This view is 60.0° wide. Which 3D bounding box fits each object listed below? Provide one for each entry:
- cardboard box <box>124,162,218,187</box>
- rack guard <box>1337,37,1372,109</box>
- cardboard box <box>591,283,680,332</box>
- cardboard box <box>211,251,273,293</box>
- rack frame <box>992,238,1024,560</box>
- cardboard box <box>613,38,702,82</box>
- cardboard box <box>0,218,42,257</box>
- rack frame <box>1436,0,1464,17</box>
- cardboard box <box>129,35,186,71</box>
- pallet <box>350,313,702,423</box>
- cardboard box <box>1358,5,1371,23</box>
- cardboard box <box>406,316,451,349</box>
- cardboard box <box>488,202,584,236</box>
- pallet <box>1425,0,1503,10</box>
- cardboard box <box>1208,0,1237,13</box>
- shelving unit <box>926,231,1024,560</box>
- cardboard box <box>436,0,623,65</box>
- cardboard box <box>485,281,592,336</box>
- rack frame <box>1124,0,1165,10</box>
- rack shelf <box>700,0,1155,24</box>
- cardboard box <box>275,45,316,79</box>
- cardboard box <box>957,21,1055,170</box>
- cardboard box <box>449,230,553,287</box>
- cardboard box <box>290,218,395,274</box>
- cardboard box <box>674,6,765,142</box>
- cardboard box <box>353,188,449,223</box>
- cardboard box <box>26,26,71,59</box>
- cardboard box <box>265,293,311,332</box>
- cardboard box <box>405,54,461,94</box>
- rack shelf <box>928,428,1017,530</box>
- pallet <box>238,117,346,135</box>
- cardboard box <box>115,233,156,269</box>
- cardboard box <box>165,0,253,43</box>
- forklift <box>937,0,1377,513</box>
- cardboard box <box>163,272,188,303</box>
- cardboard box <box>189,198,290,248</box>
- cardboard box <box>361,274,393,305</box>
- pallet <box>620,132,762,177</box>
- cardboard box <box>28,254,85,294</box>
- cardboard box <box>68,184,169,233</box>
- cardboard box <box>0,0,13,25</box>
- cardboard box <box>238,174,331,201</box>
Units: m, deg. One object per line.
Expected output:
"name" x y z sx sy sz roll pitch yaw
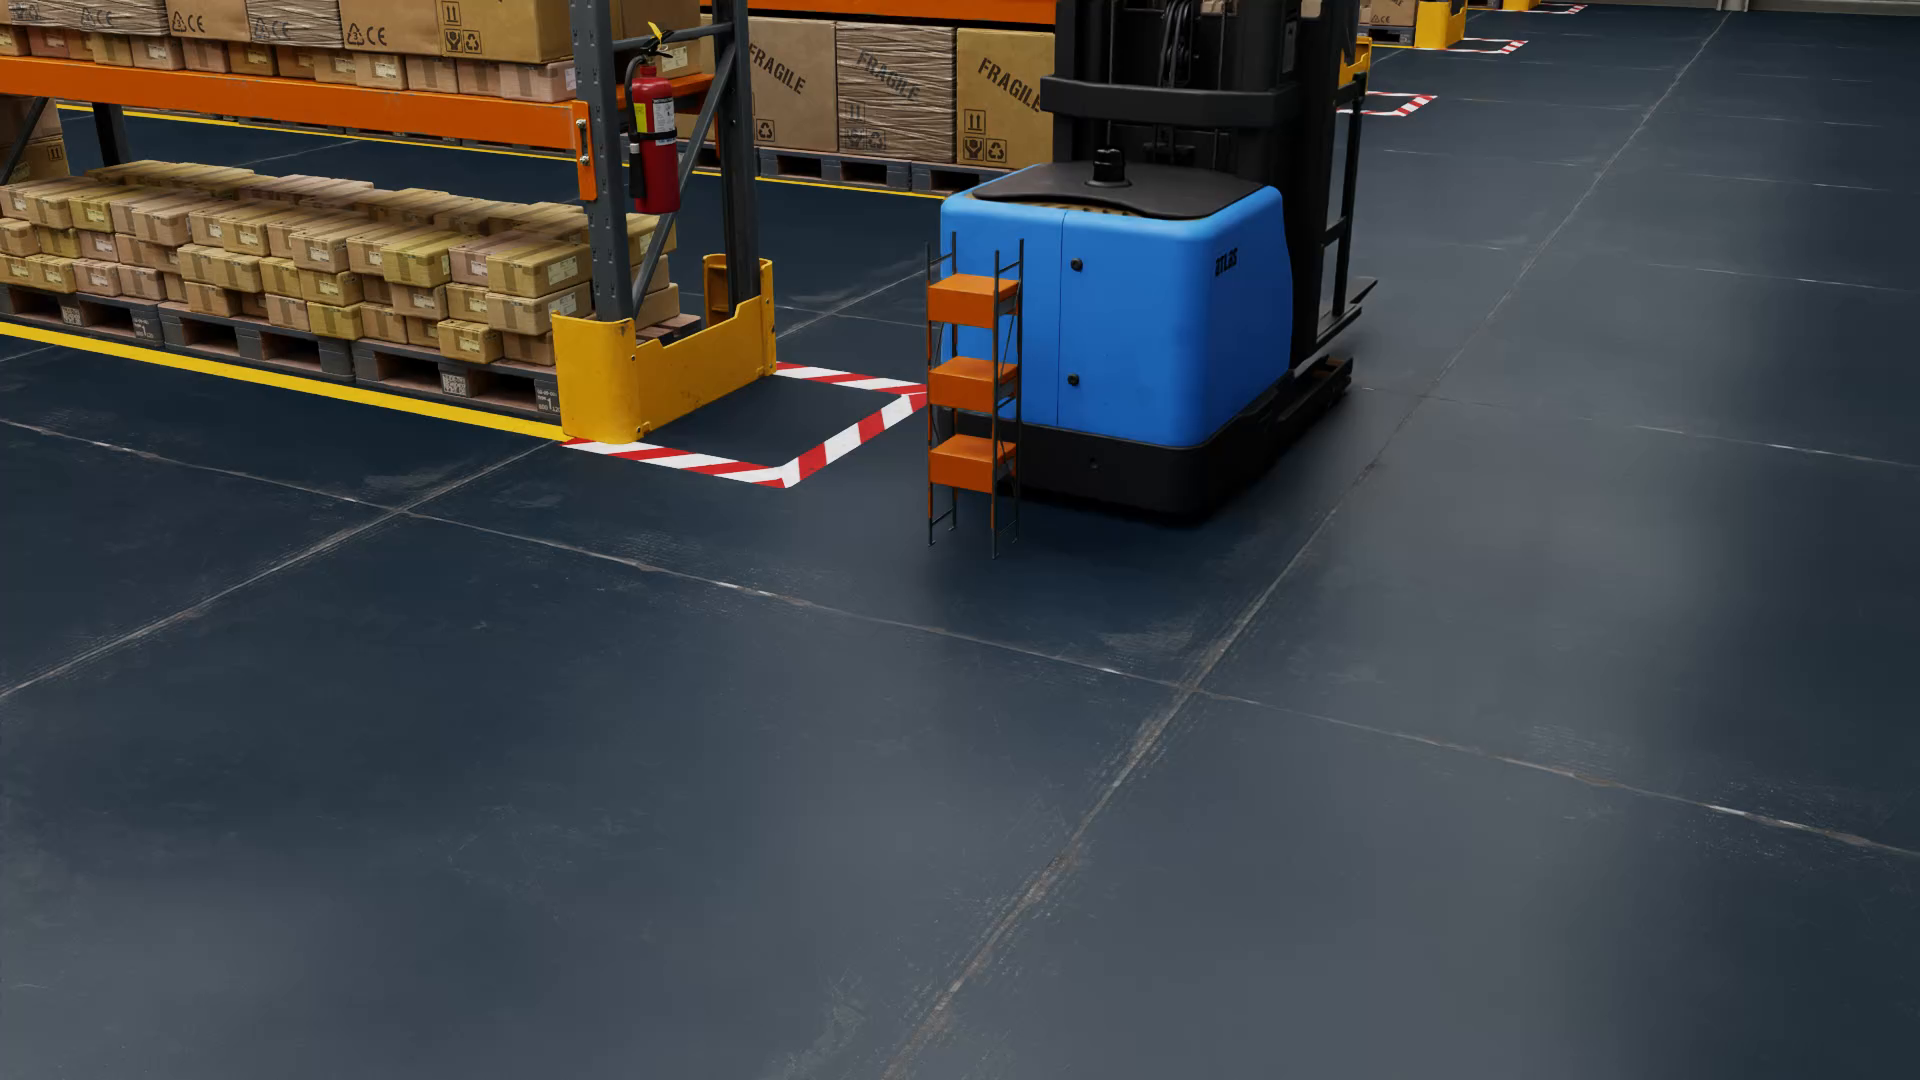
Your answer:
"cardboard box" -4.048 -1.831 8.569 0.250 0.149 0.380 12 26 25
"rack guard" 3.431 -4.267 15.145 0.348 0.500 1.175 11 25 25
"cardboard box" -1.483 -1.059 7.513 0.250 0.149 0.380 12 26 26
"cardboard box" -3.170 -1.253 7.591 0.250 0.149 0.380 11 26 25
"rack frame" 0.157 -0.452 5.472 0.008 1.050 0.200 11 25 25
"cardboard box" -1.301 -2.029 7.009 0.250 0.149 0.380 11 25 24
"cardboard box" -4.550 -1.522 8.222 0.250 0.149 0.380 12 26 27
"rack frame" 5.642 -7.147 18.722 0.127 3.000 1.000 11 25 25
"cardboard box" -3.427 -2.184 7.373 0.250 0.149 0.380 12 26 27
"pallet" -1.936 -0.859 7.500 1.213 0.211 1.003 11 25 25
"cardboard box" 4.725 -6.158 19.456 0.250 0.166 0.380 11 25 25
"cardboard box" -2.195 -0.961 7.284 0.250 0.149 0.380 11 25 24
"cardboard box" -1.941 -1.435 7.638 0.250 0.149 0.380 11 25 24
"pallet" 7.125 -7.708 23.605 1.213 0.211 1.003 11 25 25
"cardboard box" 3.378 -6.684 20.508 0.500 0.311 0.500 11 25 25
"shelving unit" 0.048 -0.474 5.522 0.252 1.050 0.215 11 25 25
"cardboard box" -1.677 -2.145 6.454 0.500 0.500 0.500 12 26 26
"cardboard box" -1.759 -0.985 6.959 0.250 0.149 0.380 10 25 23
"rack frame" 1.169 -3.687 10.588 0.127 3.000 1.000 11 25 25
"rack shelf" -0.616 -3.710 11.559 4.000 0.370 1.077 11 25 25
"cardboard box" -2.688 -2.074 7.116 0.250 0.149 0.380 10 25 22
"cardboard box" 0.561 -2.988 11.122 0.875 0.875 0.875 11 25 25
"cardboard box" -1.945 -1.197 7.079 0.250 0.149 0.380 12 26 26
"cardboard box" -2.700 -1.295 7.308 0.250 0.149 0.380 12 26 26
"cardboard box" -1.848 -3.465 12.243 0.875 0.875 0.875 11 25 25
"cardboard box" -2.657 -1.565 7.943 0.250 0.149 0.380 12 26 25
"cardboard box" -4.098 -2.351 7.766 0.250 0.149 0.380 10 25 22
"cardboard box" -2.912 -1.079 7.560 0.250 0.149 0.380 12 26 26
"cardboard box" -2.013 -1.912 6.735 0.250 0.149 0.380 11 25 24
"rack shelf" 0.048 -0.208 5.635 0.240 0.259 0.215 11 25 25
"pallet" -5.301 -3.651 14.066 1.213 0.211 1.003 11 25 25
"cardboard box" -3.810 -1.429 8.004 0.250 0.149 0.380 10 25 22
"cardboard box" -3.031 -2.416 7.090 0.500 0.500 0.500 13 26 27
"forklift" 1.052 -1.979 6.658 1.130 2.935 3.031 12 26 26
"cardboard box" -3.561 -1.249 7.960 0.250 0.149 0.380 10 25 22
"cardboard box" -3.334 -1.474 7.728 0.250 0.149 0.380 10 25 22
"cardboard box" -2.417 -1.159 7.369 0.250 0.149 0.380 11 25 24
"pallet" -1.758 -2.949 12.414 1.213 0.211 1.003 11 25 25
"cardboard box" -4.312 -1.337 8.168 0.250 0.149 0.380 12 26 26
"cardboard box" -4.048 -1.604 8.036 0.250 0.149 0.380 11 25 24
"cardboard box" -4.401 -2.687 7.727 0.500 0.500 0.500 11 25 24
"cardboard box" -3.343 -1.701 8.263 0.250 0.149 0.380 10 25 22
